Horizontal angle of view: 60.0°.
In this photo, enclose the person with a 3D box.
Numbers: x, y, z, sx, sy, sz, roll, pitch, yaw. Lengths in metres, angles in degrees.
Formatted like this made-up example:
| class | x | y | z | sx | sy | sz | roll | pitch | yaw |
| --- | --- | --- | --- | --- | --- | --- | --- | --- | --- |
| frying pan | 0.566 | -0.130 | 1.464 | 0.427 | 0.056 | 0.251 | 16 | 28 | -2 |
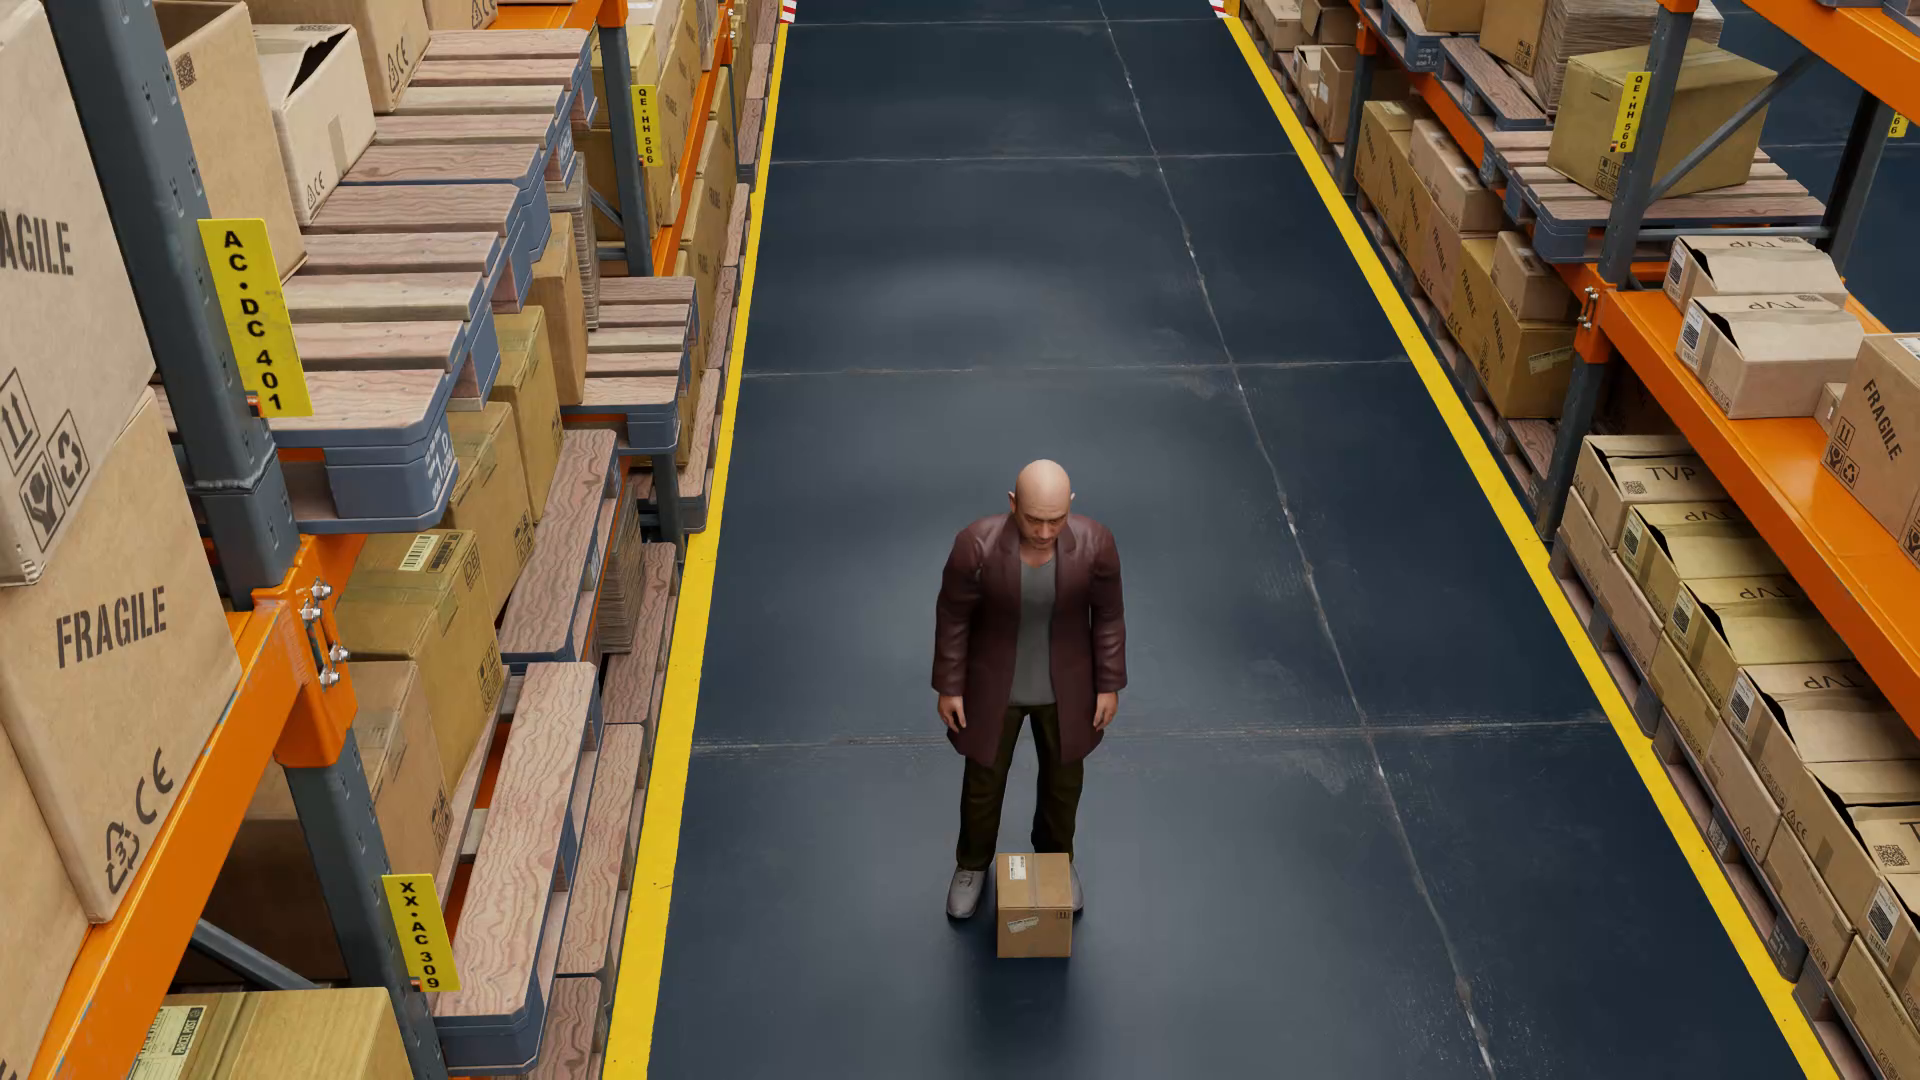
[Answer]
| class | x | y | z | sx | sy | sz | roll | pitch | yaw |
| --- | --- | --- | --- | --- | --- | --- | --- | --- | --- |
| person | 0.226 | 0.484 | 5.461 | 0.644 | 1.774 | 0.427 | -1 | 35 | -2 |
